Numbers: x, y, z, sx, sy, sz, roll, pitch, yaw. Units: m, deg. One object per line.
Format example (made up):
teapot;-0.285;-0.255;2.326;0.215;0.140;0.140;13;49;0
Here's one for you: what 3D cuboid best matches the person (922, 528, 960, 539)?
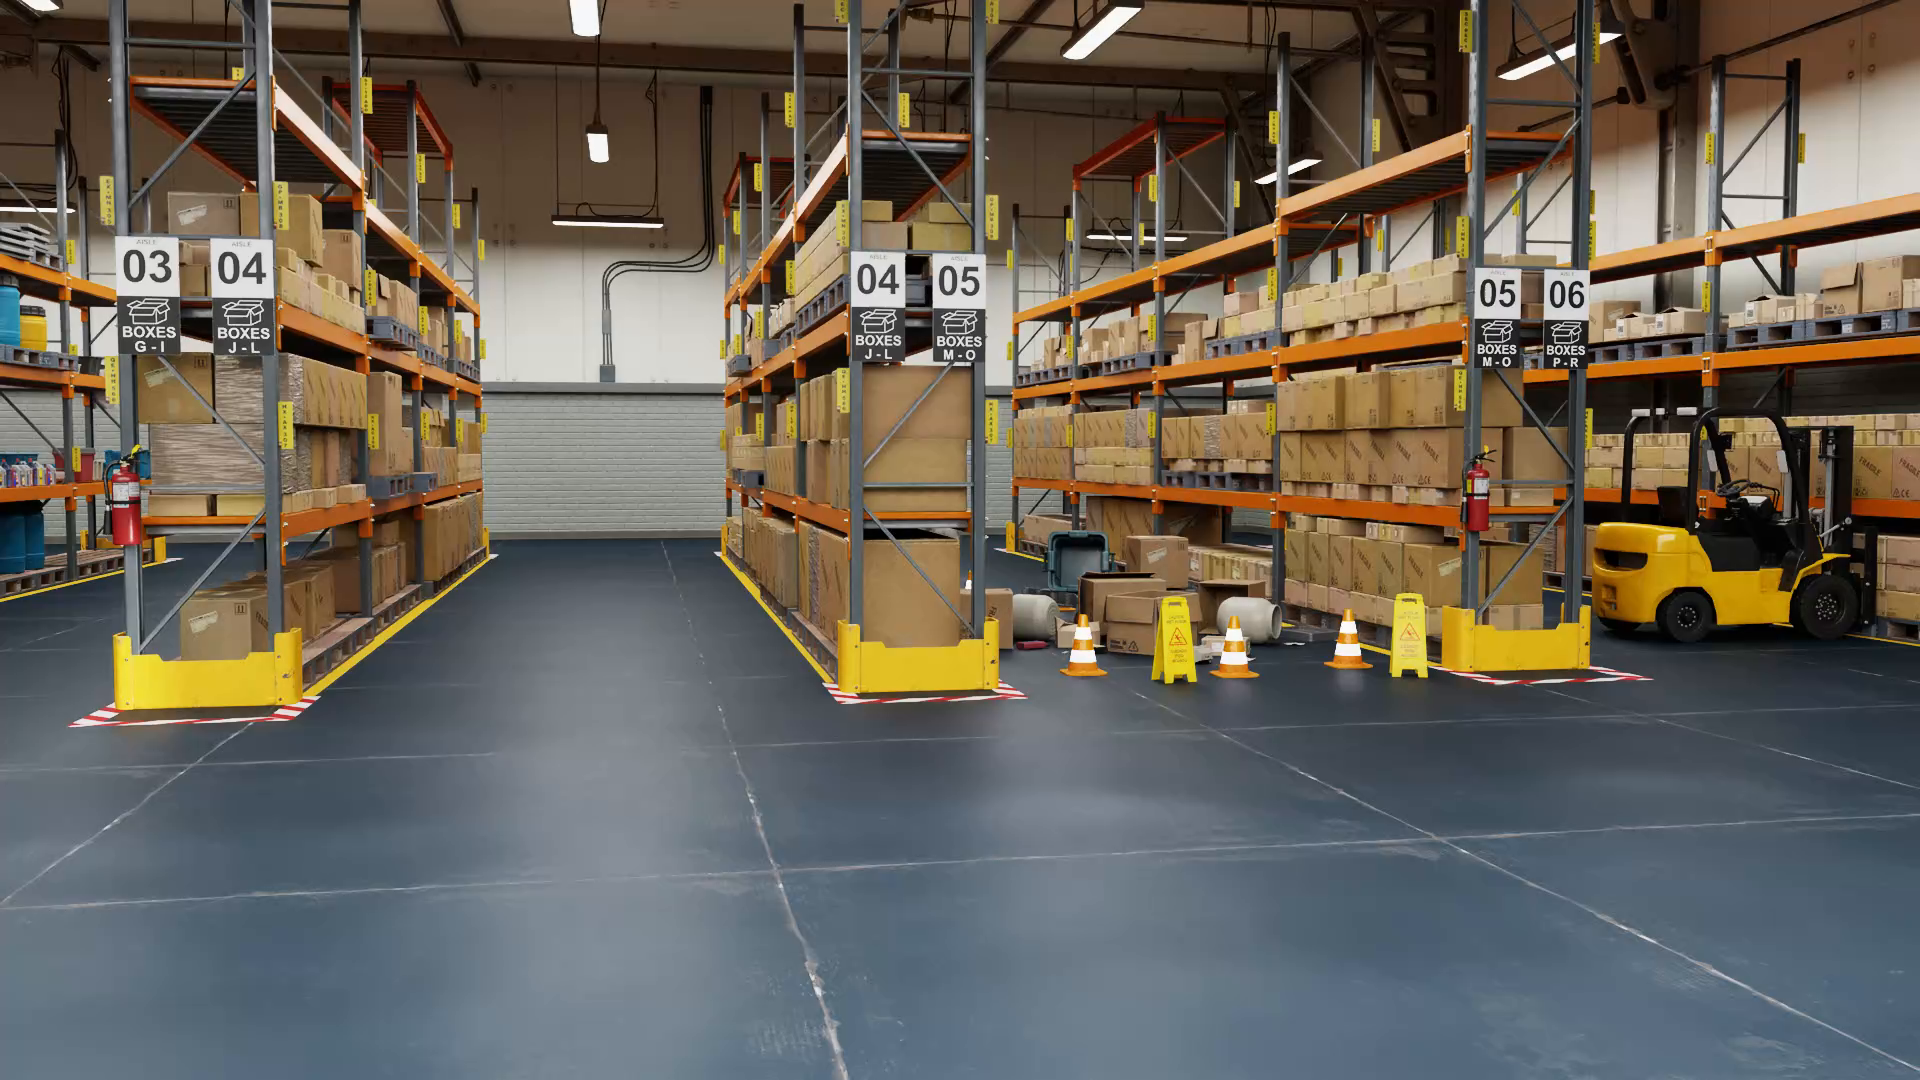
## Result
person;-0.224;-0.113;19.247;0.499;1.671;0.416;-1;3;-15
